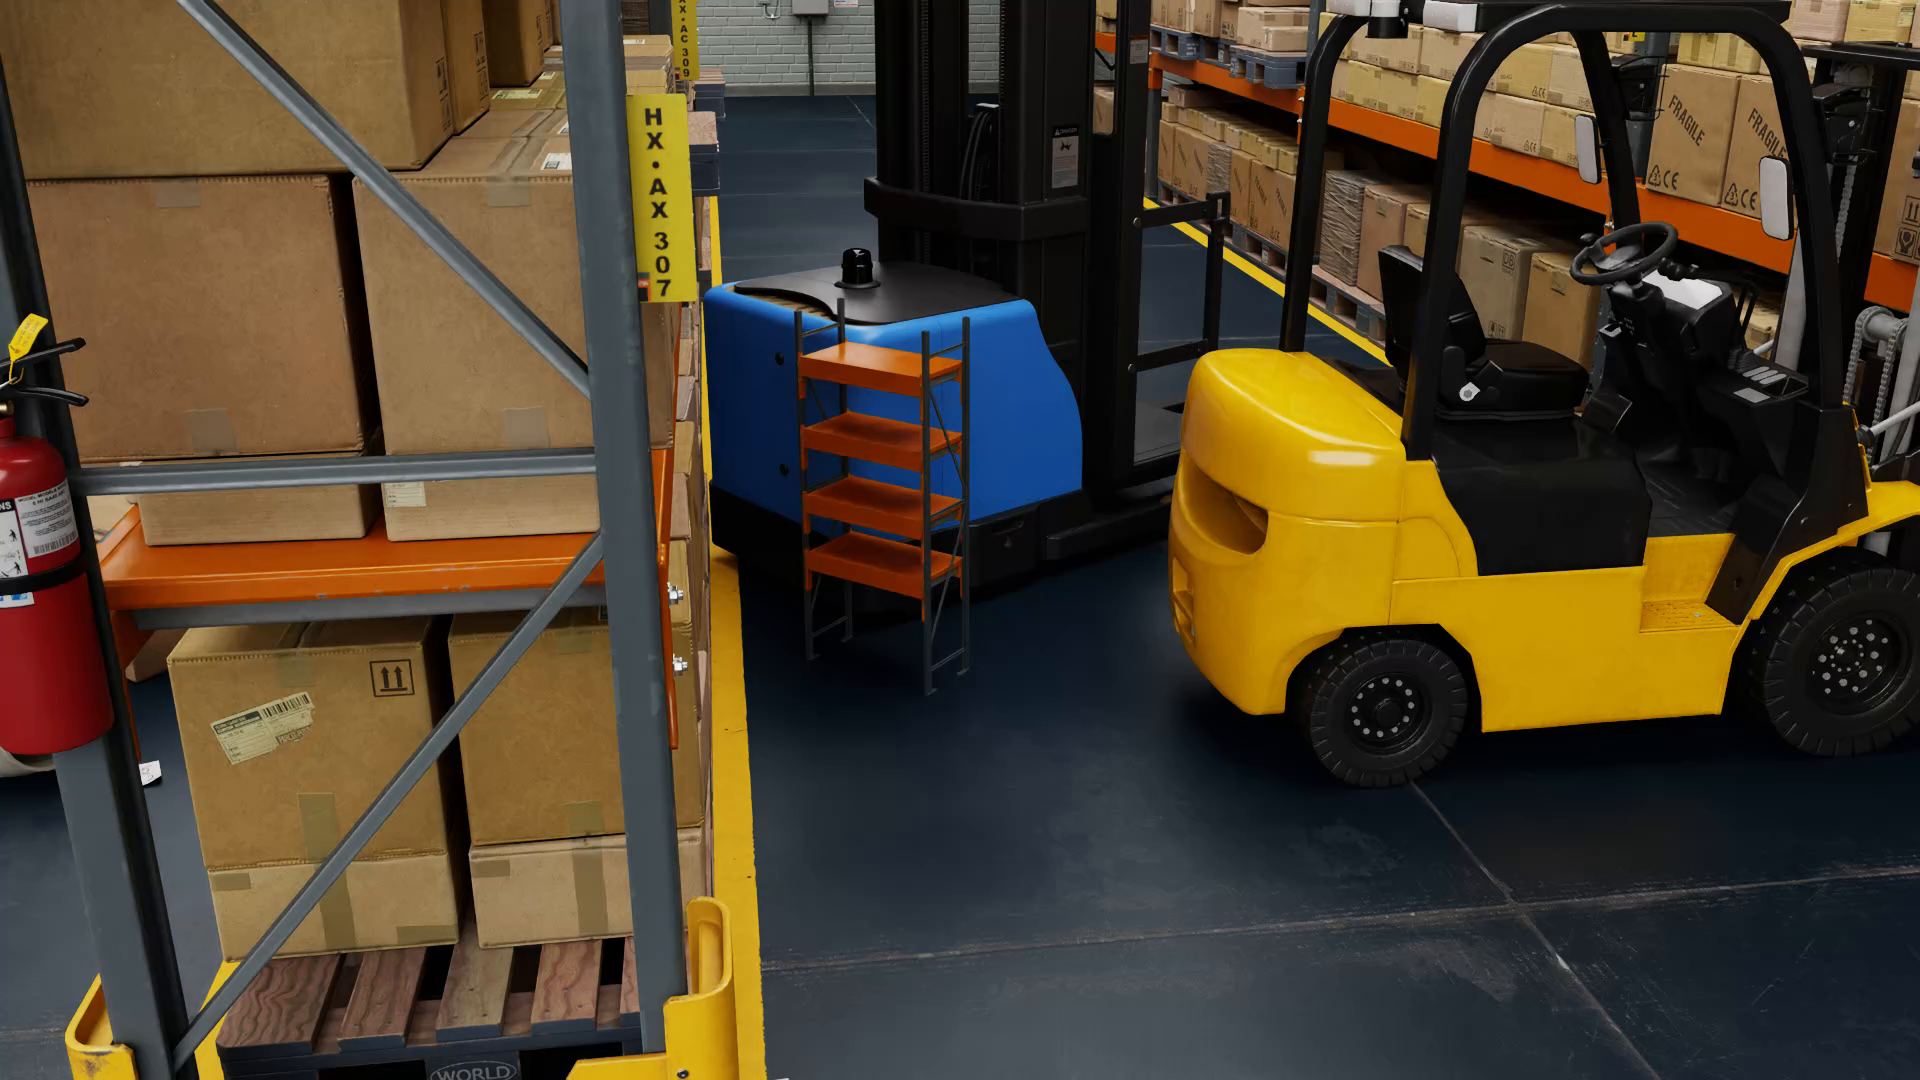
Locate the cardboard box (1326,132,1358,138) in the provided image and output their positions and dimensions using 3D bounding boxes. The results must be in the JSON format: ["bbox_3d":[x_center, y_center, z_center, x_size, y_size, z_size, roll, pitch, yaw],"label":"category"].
[{"bbox_3d":[2.905,-2.926,12.310,0.380,0.149,0.250,-4,21,-10],"label":"cardboard box"}]

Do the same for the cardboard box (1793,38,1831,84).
[{"bbox_3d":[3.175,-1.701,5.913,0.380,0.149,0.250,-2,21,-7],"label":"cardboard box"}]

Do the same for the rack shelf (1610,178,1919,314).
[{"bbox_3d":[3.611,-0.712,5.364,1.077,0.370,4.000,-3,21,-8],"label":"rack shelf"}]

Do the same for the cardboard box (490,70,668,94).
[{"bbox_3d":[-1.039,-1.000,4.539,0.500,0.500,0.500,-3,21,-9],"label":"cardboard box"}]

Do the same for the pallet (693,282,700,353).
[{"bbox_3d":[-2.054,-1.298,9.889,1.003,0.211,1.213,-3,21,-8],"label":"pallet"}]

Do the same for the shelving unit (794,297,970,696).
[{"bbox_3d":[-0.245,-0.141,5.379,0.503,1.200,0.258,13,24,31],"label":"shelving unit"}]

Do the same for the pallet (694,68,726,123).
[{"bbox_3d":[-1.957,-2.544,9.513,1.213,0.211,1.003,-3,21,-8],"label":"pallet"}]

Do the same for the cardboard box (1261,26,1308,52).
[{"bbox_3d":[2.272,-3.414,11.327,0.380,0.149,0.250,-3,21,-7],"label":"cardboard box"}]

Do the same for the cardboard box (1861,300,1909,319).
[{"bbox_3d":[3.673,-0.783,6.427,0.500,0.250,0.500,-3,21,-9],"label":"cardboard box"}]

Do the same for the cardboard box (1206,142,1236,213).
[{"bbox_3d":[2.240,-2.821,12.956,0.500,0.500,0.500,-4,21,-10],"label":"cardboard box"}]

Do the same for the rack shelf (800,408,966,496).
[{"bbox_3d":[-0.245,-0.287,5.324,0.480,0.148,0.258,13,24,31],"label":"rack shelf"}]

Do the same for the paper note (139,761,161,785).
[{"bbox_3d":[-2.410,0.682,4.847,0.142,0.019,0.148,-11,23,-26],"label":"paper note"}]

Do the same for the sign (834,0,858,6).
[{"bbox_3d":[-1.595,-7.703,23.190,0.329,0.494,0.001,-3,21,-8],"label":"sign"}]

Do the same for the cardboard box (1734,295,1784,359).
[{"bbox_3d":[3.146,-0.758,6.358,0.500,0.250,0.500,-3,21,-8],"label":"cardboard box"}]

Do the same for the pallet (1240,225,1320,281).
[{"bbox_3d":[2.676,-2.080,11.985,1.003,0.211,1.213,-3,21,-8],"label":"pallet"}]

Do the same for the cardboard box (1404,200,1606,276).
[{"bbox_3d":[3.022,-1.535,9.333,0.875,0.625,0.625,-4,21,-10],"label":"cardboard box"}]

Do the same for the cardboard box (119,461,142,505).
[{"bbox_3d":[-1.424,-0.188,3.292,0.380,0.149,0.250,-3,21,-8],"label":"cardboard box"}]

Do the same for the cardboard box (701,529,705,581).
[{"bbox_3d":[-1.082,0.153,5.349,0.500,0.250,0.500,-3,21,-7],"label":"cardboard box"}]

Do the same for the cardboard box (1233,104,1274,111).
[{"bbox_3d":[2.551,-3.637,14.213,0.380,0.149,0.250,-3,21,-8],"label":"cardboard box"}]

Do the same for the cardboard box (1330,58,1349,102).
[{"bbox_3d":[2.569,-2.890,10.382,0.500,0.250,0.500,-3,21,-8],"label":"cardboard box"}]

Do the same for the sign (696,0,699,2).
[{"bbox_3d":[-1.629,-3.411,10.019,0.100,0.325,0.005,-3,21,-8],"label":"sign"}]

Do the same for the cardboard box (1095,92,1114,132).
[{"bbox_3d":[1.650,-4.219,16.699,0.500,0.500,0.500,-3,21,-7],"label":"cardboard box"}]

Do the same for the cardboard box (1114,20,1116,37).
[{"bbox_3d":[1.678,-4.848,15.769,0.380,0.149,0.250,-3,21,-9],"label":"cardboard box"}]

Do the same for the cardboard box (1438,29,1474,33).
[{"bbox_3d":[2.726,-2.728,8.663,0.380,0.149,0.250,-3,21,-9],"label":"cardboard box"}]

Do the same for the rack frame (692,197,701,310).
[{"bbox_3d":[-2.165,-2.875,10.126,1.000,3.000,0.127,-3,21,-8],"label":"rack frame"}]

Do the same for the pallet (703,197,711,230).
[{"bbox_3d":[-2.556,-2.690,13.617,1.003,0.211,1.213,-3,21,-8],"label":"pallet"}]

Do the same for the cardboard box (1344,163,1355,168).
[{"bbox_3d":[2.912,-2.483,12.050,0.500,0.500,0.500,-3,21,-8],"label":"cardboard box"}]

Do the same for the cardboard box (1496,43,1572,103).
[{"bbox_3d":[2.918,-2.240,7.927,0.500,0.250,0.500,-3,21,-9],"label":"cardboard box"}]

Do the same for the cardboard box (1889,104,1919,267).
[{"bbox_3d":[3.346,-1.092,5.209,0.500,0.500,0.500,-3,21,-7],"label":"cardboard box"}]

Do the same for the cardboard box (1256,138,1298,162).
[{"bbox_3d":[2.360,-2.801,11.973,0.380,0.149,0.250,-4,21,-10],"label":"cardboard box"}]

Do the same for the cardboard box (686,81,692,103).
[{"bbox_3d":[-1.516,-2.229,8.155,0.380,0.149,0.250,-2,21,-6],"label":"cardboard box"}]

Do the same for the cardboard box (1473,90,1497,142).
[{"bbox_3d":[2.872,-2.180,8.479,0.500,0.250,0.500,-3,21,-7],"label":"cardboard box"}]

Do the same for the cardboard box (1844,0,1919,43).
[{"bbox_3d":[3.248,-1.750,5.618,0.380,0.149,0.250,-3,21,-9],"label":"cardboard box"}]

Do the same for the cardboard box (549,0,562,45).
[{"bbox_3d":[-1.739,-1.981,5.736,0.700,0.500,0.500,-3,21,-8],"label":"cardboard box"}]

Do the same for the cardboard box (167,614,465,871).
[{"bbox_3d":[-1.385,0.371,3.694,0.500,0.500,0.500,-3,21,-7],"label":"cardboard box"}]

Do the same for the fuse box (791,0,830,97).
[{"bbox_3d":[-2.054,-7.048,23.140,0.539,1.711,0.414,-3,21,-8],"label":"fuse box"}]

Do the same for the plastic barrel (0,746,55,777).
[{"bbox_3d":[-2.808,0.463,4.871,0.512,0.421,0.421,12,24,30],"label":"plastic barrel"}]

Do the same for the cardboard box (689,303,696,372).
[{"bbox_3d":[-1.773,-0.886,7.956,0.950,0.372,0.625,-2,21,-4],"label":"cardboard box"}]

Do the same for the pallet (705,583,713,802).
[{"bbox_3d":[-1.277,0.471,5.155,1.003,0.211,1.213,-3,21,-8],"label":"pallet"}]

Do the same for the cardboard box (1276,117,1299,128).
[{"bbox_3d":[2.737,-3.282,13.262,0.380,0.149,0.250,-3,21,-7],"label":"cardboard box"}]

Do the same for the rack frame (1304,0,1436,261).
[{"bbox_3d":[2.746,-3.126,10.800,1.000,3.000,0.127,-3,21,-8],"label":"rack frame"}]

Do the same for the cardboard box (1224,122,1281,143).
[{"bbox_3d":[2.276,-3.162,12.941,0.380,0.149,0.250,-3,21,-8],"label":"cardboard box"}]

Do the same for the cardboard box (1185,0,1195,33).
[{"bbox_3d":[1.990,-4.145,13.118,0.396,0.266,0.258,-2,21,-5],"label":"cardboard box"}]

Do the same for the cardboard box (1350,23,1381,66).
[{"bbox_3d":[2.640,-2.951,9.830,0.500,0.250,0.500,-2,21,-6],"label":"cardboard box"}]

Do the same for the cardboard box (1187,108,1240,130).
[{"bbox_3d":[2.123,-3.523,13.907,0.380,0.149,0.250,-4,21,-11],"label":"cardboard box"}]

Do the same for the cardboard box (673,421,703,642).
[{"bbox_3d":[-1.002,-0.021,4.744,0.500,0.500,0.500,-3,21,-7],"label":"cardboard box"}]

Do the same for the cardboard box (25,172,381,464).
[{"bbox_3d":[-1.363,-0.465,3.106,0.500,0.500,0.500,-3,21,-9],"label":"cardboard box"}]

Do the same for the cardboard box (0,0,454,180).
[{"bbox_3d":[-1.301,-0.925,2.909,0.700,0.500,0.500,-3,21,-9],"label":"cardboard box"}]

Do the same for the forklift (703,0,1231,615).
[{"bbox_3d":[0.478,-1.515,6.585,3.031,2.935,1.130,-17,26,-37],"label":"forklift"}]

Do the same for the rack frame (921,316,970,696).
[{"bbox_3d":[-0.042,-0.093,5.251,0.015,1.200,0.240,13,24,31],"label":"rack frame"}]

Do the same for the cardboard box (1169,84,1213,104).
[{"bbox_3d":[2.018,-3.846,14.346,0.380,0.149,0.250,-3,21,-9],"label":"cardboard box"}]

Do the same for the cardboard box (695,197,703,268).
[{"bbox_3d":[-2.182,-2.319,11.076,0.875,0.875,0.875,-3,21,-8],"label":"cardboard box"}]

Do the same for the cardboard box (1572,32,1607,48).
[{"bbox_3d":[2.999,-2.288,7.484,0.380,0.149,0.250,-3,21,-9],"label":"cardboard box"}]
